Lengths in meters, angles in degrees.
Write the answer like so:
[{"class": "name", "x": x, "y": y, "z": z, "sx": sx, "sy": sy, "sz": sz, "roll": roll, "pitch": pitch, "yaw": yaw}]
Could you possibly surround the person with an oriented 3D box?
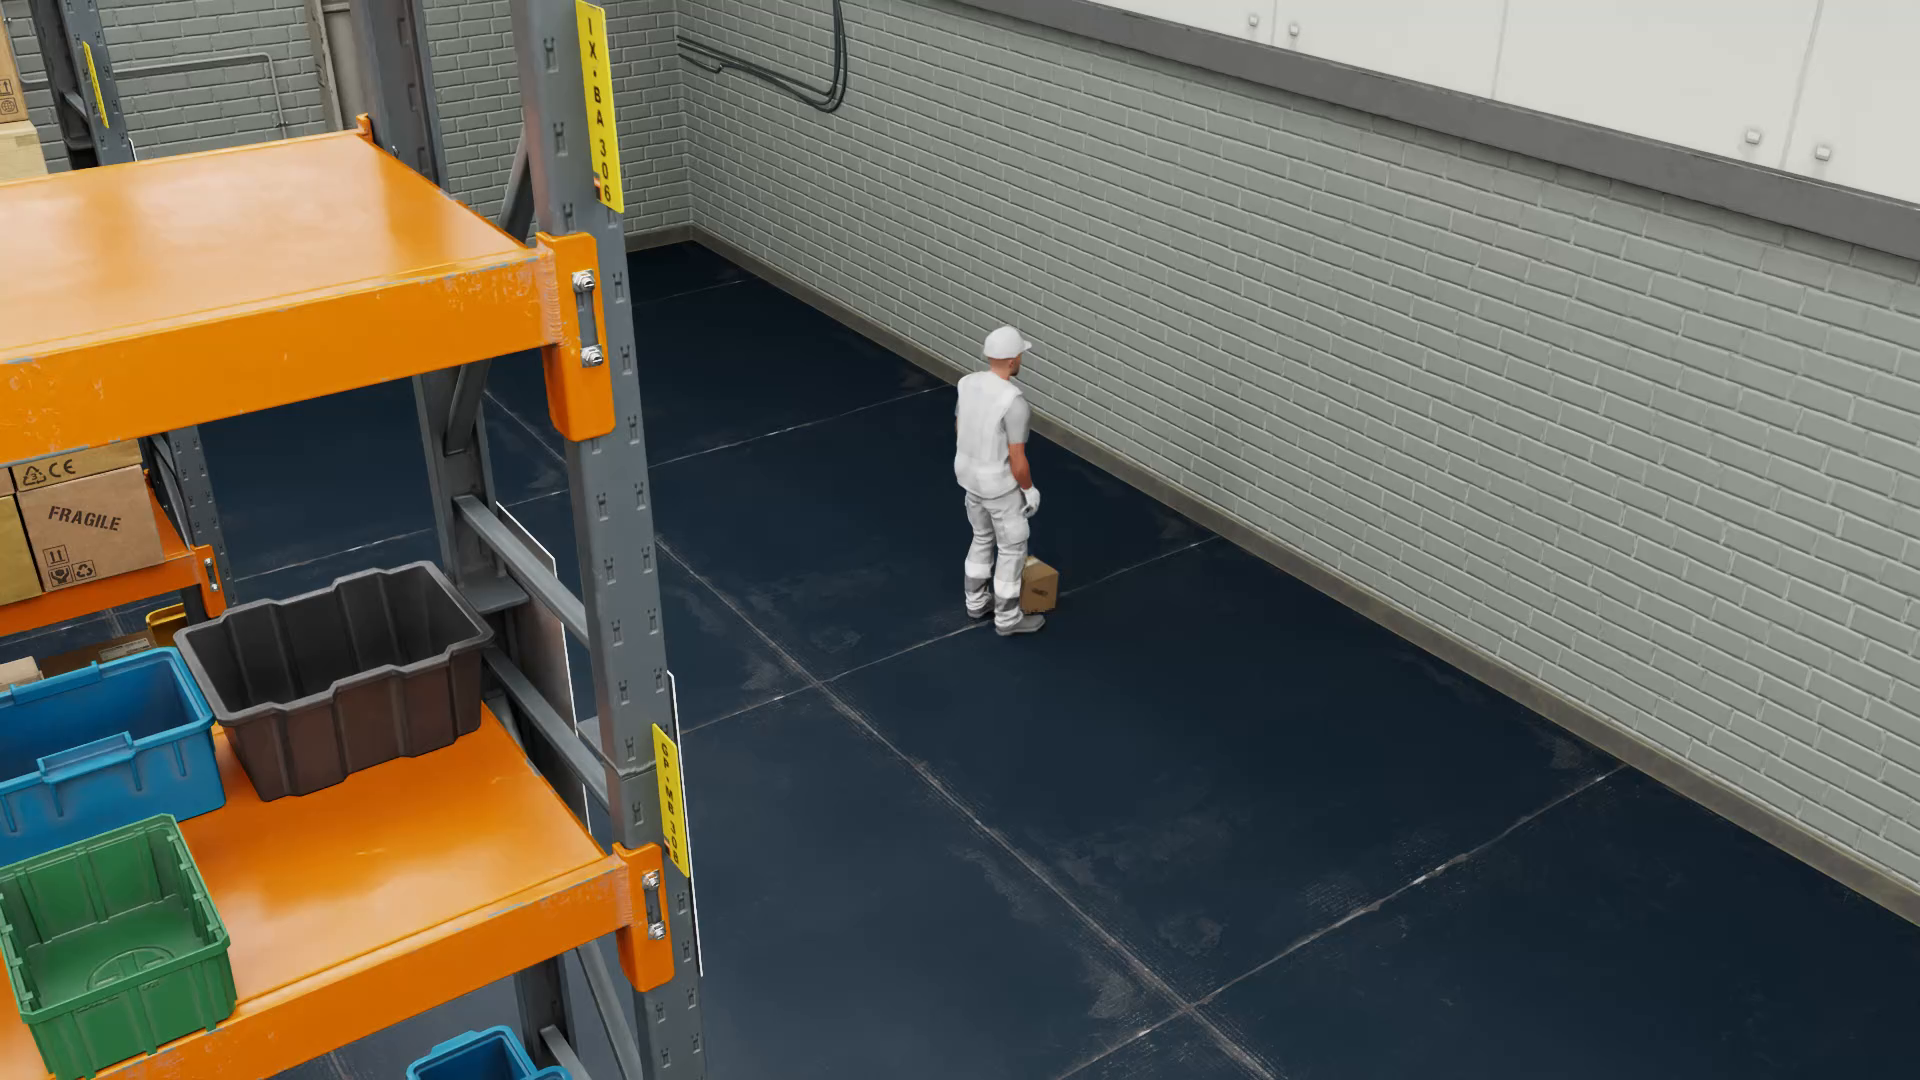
[{"class": "person", "x": 0.209, "y": -0.326, "z": 9.271, "sx": 0.441, "sy": 1.778, "sz": 0.579, "roll": -20, "pitch": 34, "yaw": -32}]
